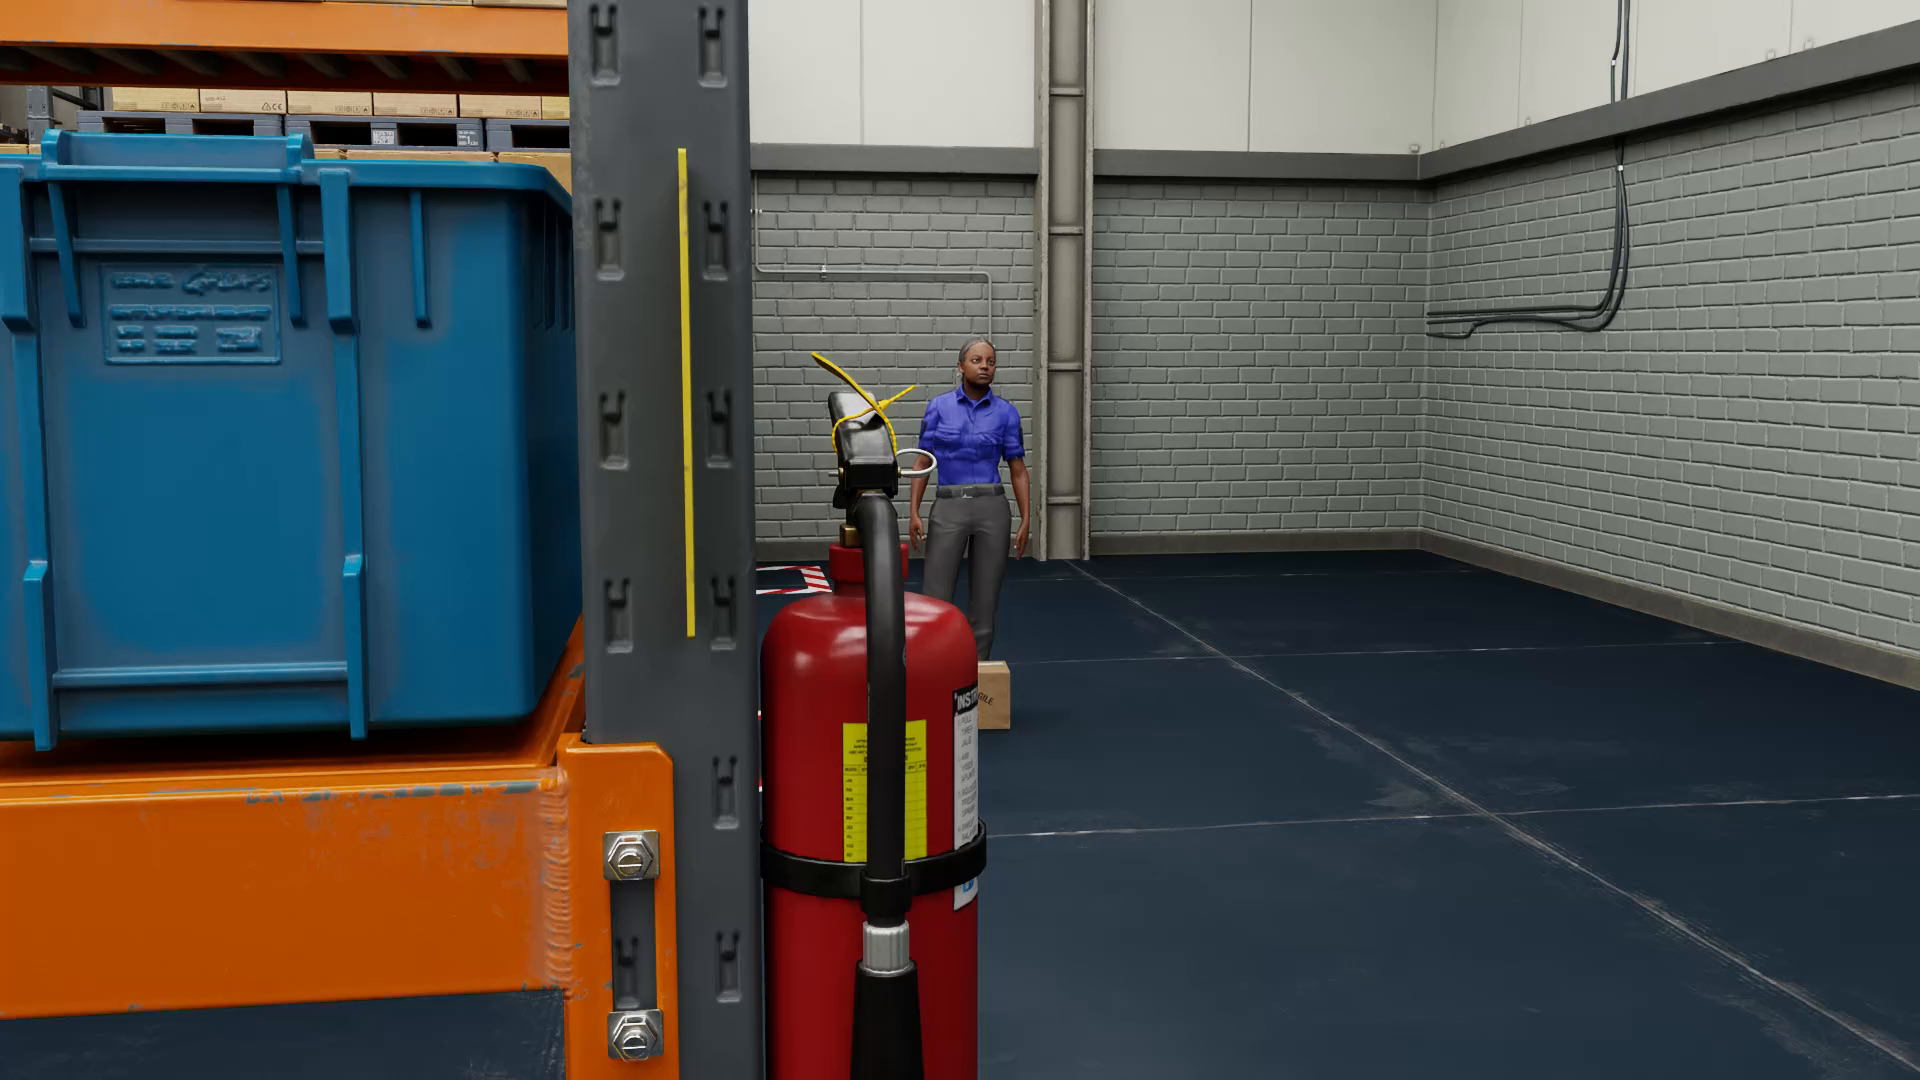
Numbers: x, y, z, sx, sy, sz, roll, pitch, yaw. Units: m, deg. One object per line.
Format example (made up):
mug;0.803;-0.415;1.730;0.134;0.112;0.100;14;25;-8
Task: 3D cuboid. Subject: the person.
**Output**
person;0.032;-0.058;7.283;0.568;1.655;0.503;0;7;-3
